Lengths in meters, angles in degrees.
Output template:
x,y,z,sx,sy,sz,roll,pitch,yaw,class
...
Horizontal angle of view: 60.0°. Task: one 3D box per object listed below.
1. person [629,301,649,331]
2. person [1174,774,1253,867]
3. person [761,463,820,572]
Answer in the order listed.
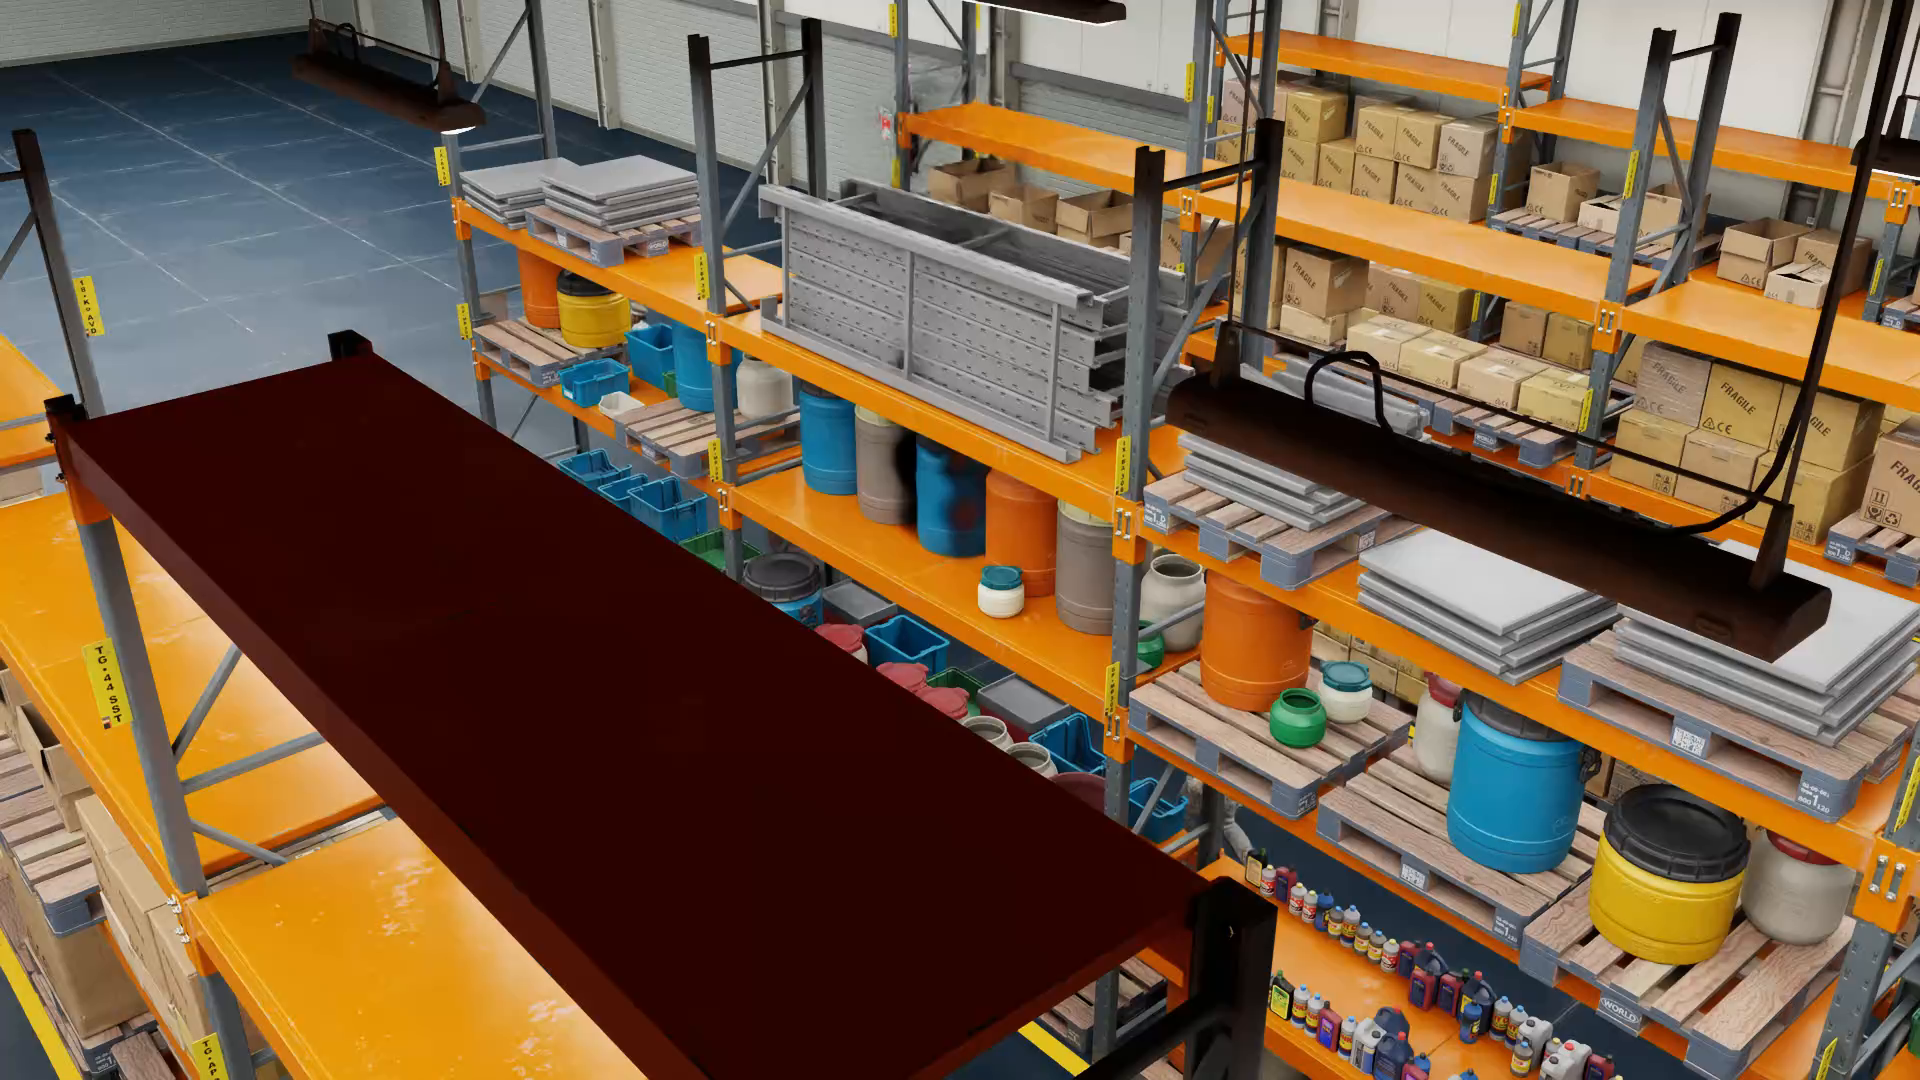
x,y,z,sx,sy,sz,roll,pitch,yaw,class
-3.776,-1.982,19.620,0.753,1.758,0.543,-12,29,-23,person
1.860,1.774,12.110,0.686,1.819,0.924,-23,35,-37,person
-1.696,-0.276,16.255,0.800,1.722,0.656,21,34,35,person
